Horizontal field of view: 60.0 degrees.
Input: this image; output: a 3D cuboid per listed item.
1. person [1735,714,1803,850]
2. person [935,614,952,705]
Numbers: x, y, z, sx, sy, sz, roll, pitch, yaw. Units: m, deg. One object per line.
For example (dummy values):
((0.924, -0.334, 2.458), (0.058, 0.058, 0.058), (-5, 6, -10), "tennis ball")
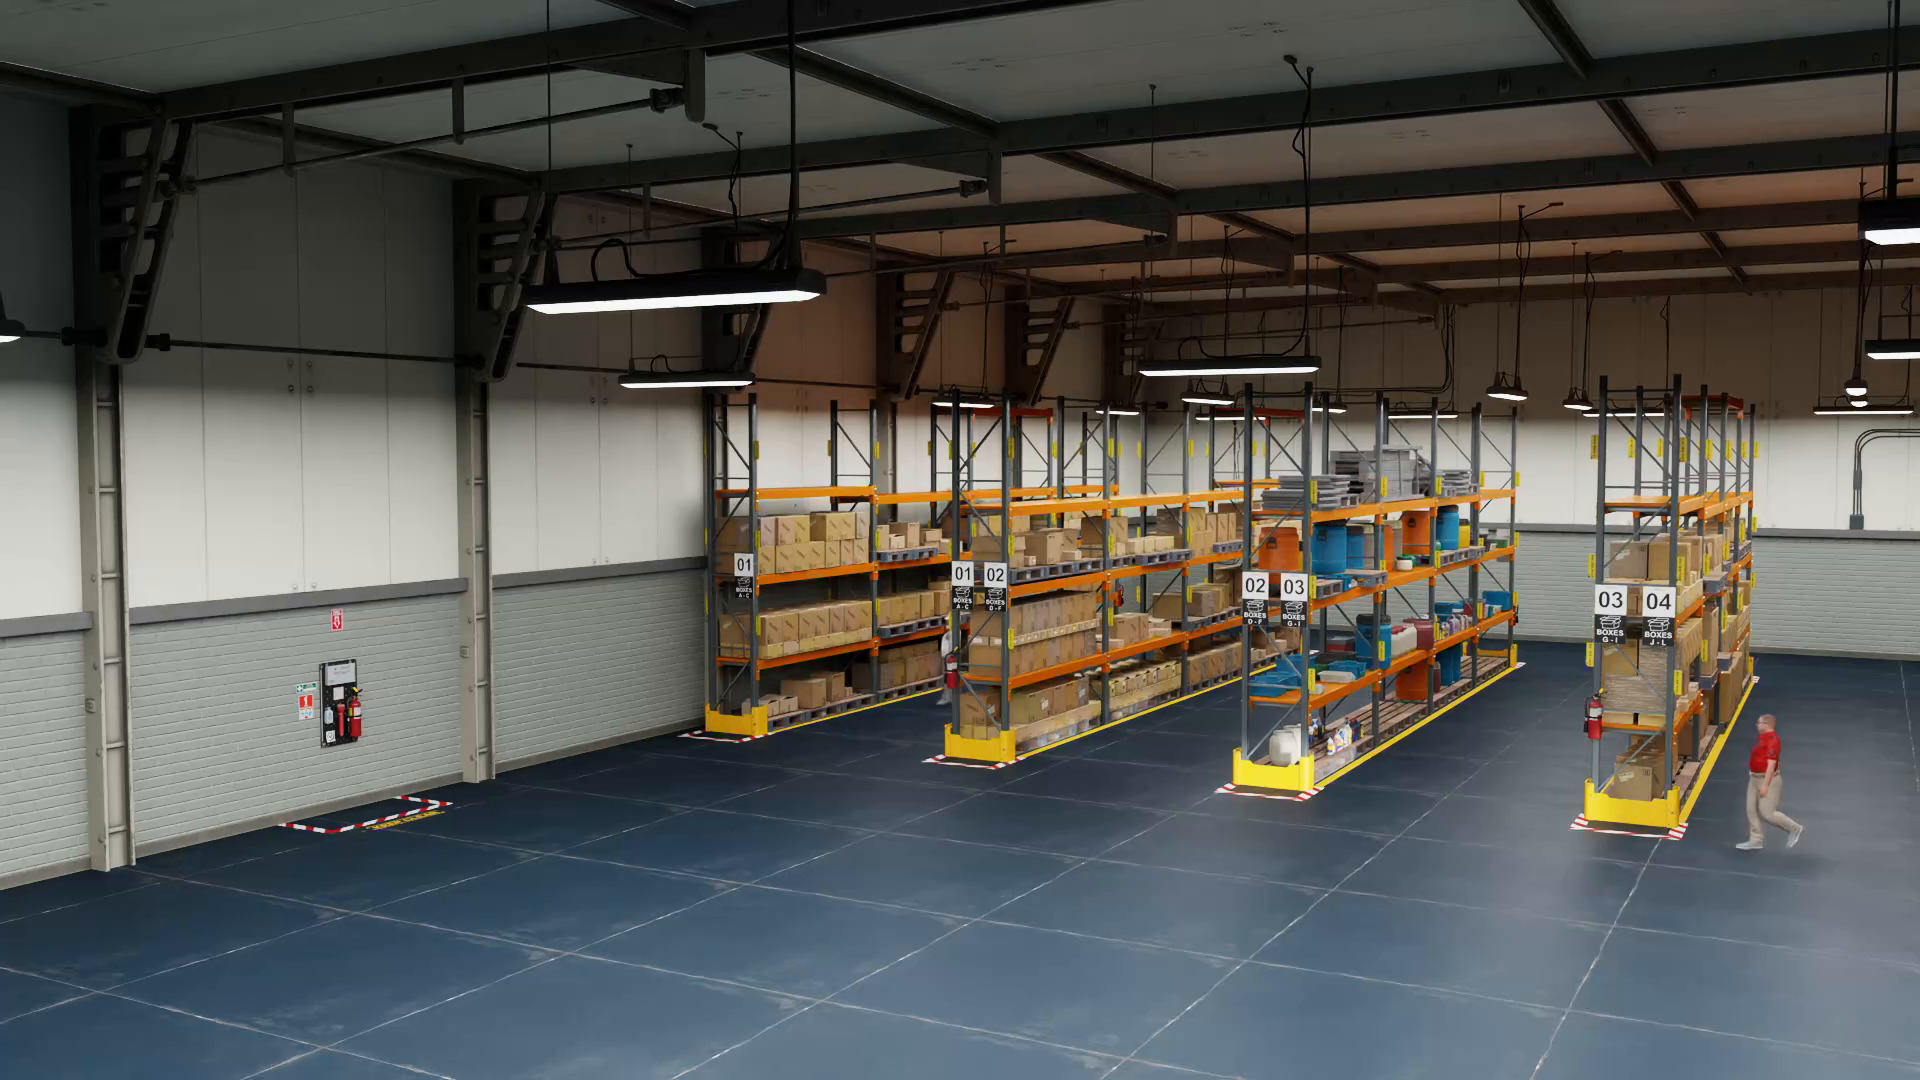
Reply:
((10.088, 3.021, 20.672), (0.693, 1.720, 0.505), (0, 3, -5), "person")
((-0.227, 2.345, 32.912), (0.423, 1.806, 0.641), (1, 3, 12), "person")
